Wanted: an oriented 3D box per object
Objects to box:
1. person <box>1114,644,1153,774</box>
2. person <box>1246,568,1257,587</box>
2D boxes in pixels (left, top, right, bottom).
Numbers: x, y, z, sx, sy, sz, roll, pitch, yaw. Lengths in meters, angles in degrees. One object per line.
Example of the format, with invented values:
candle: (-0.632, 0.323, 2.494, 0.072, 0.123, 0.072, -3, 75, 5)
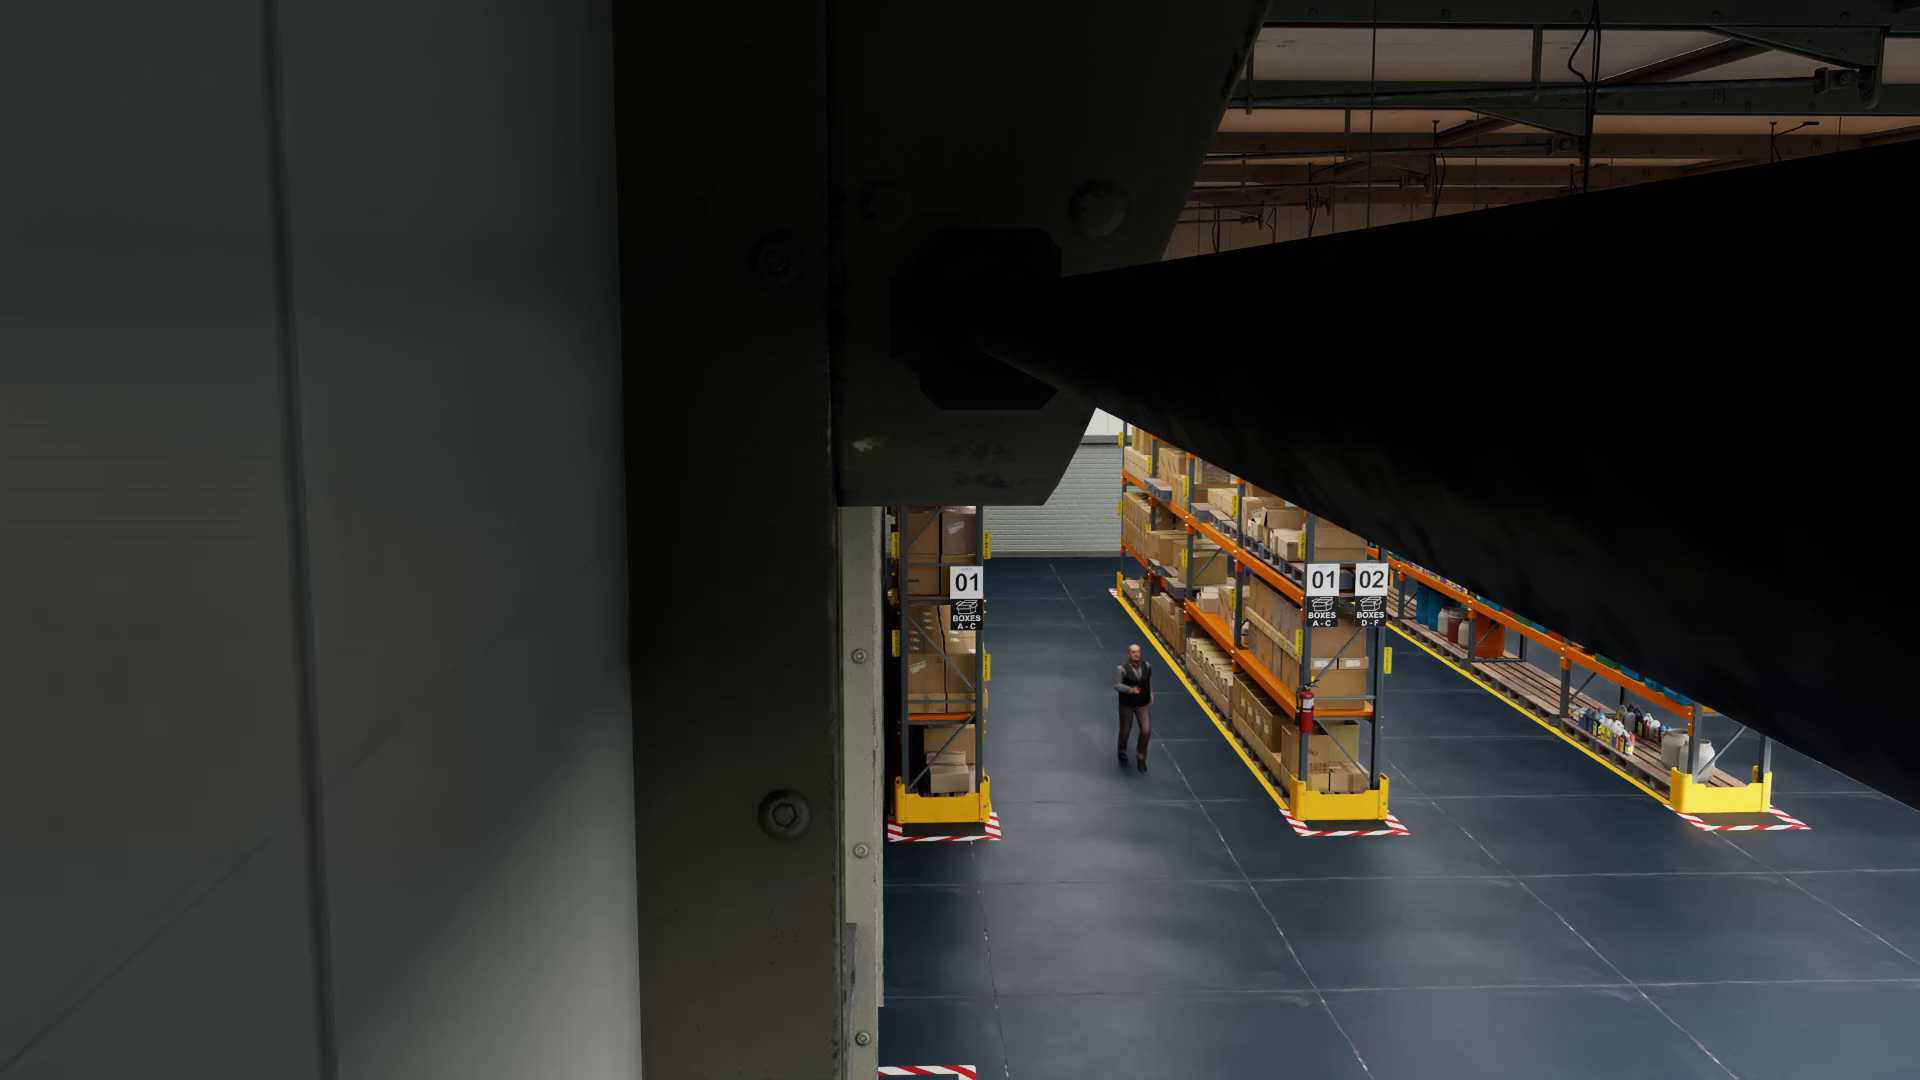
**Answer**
person: (2.388, 2.297, 22.766, 0.637, 1.774, 0.829, -2, 8, -12)
person: (5.781, 1.056, 31.854, 0.566, 1.690, 0.728, -1, 8, -5)
